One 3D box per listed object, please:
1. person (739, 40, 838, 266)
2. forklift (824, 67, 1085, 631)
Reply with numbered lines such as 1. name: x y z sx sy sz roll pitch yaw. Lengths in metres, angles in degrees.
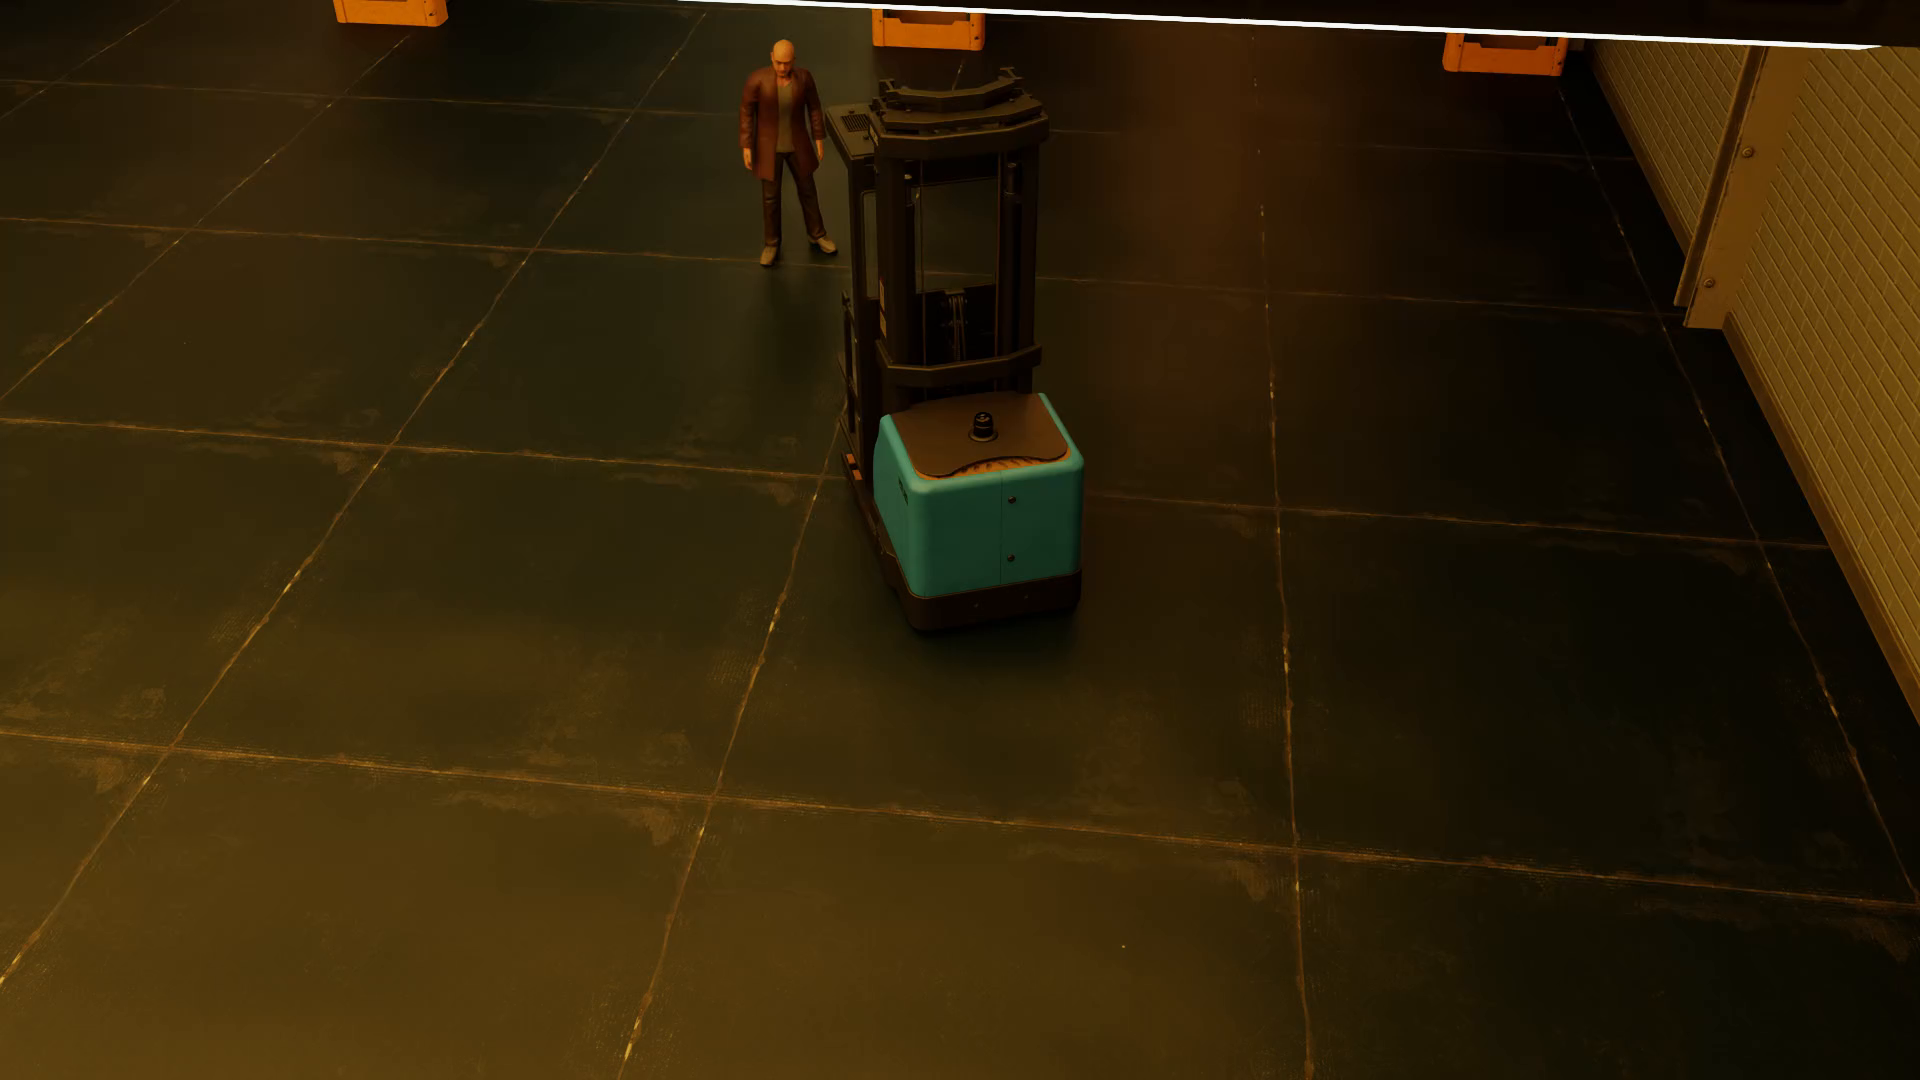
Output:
1. person: -1.392 -3.102 13.211 0.718 1.782 0.456 -11 38 -15
2. forklift: -0.159 -1.528 10.103 1.130 2.935 3.031 -9 37 -12
